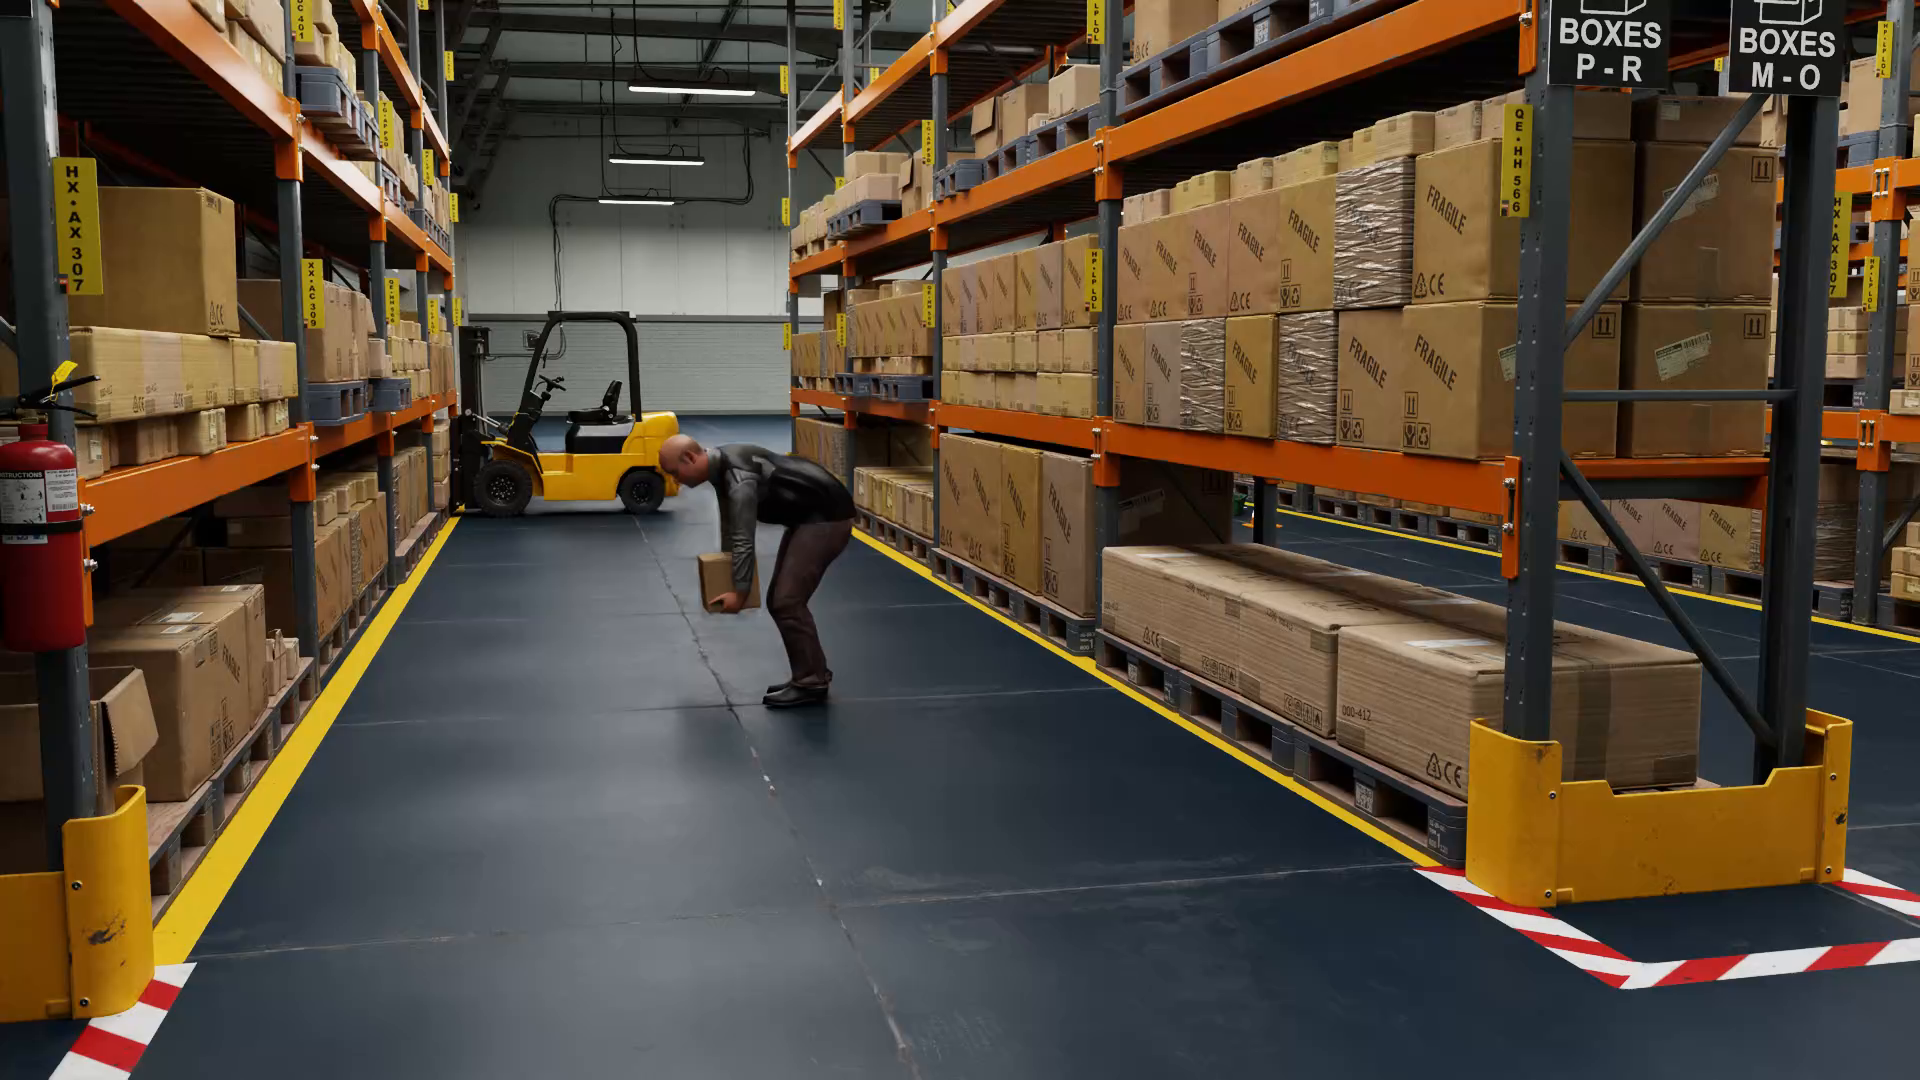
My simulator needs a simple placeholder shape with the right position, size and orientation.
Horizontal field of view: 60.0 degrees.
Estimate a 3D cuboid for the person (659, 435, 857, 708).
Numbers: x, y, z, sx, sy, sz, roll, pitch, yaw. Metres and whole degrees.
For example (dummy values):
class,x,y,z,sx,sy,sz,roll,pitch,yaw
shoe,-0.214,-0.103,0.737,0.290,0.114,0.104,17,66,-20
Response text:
class,x,y,z,sx,sy,sz,roll,pitch,yaw
person,-0.950,0.143,7.851,0.916,1.274,0.463,-2,6,-15
